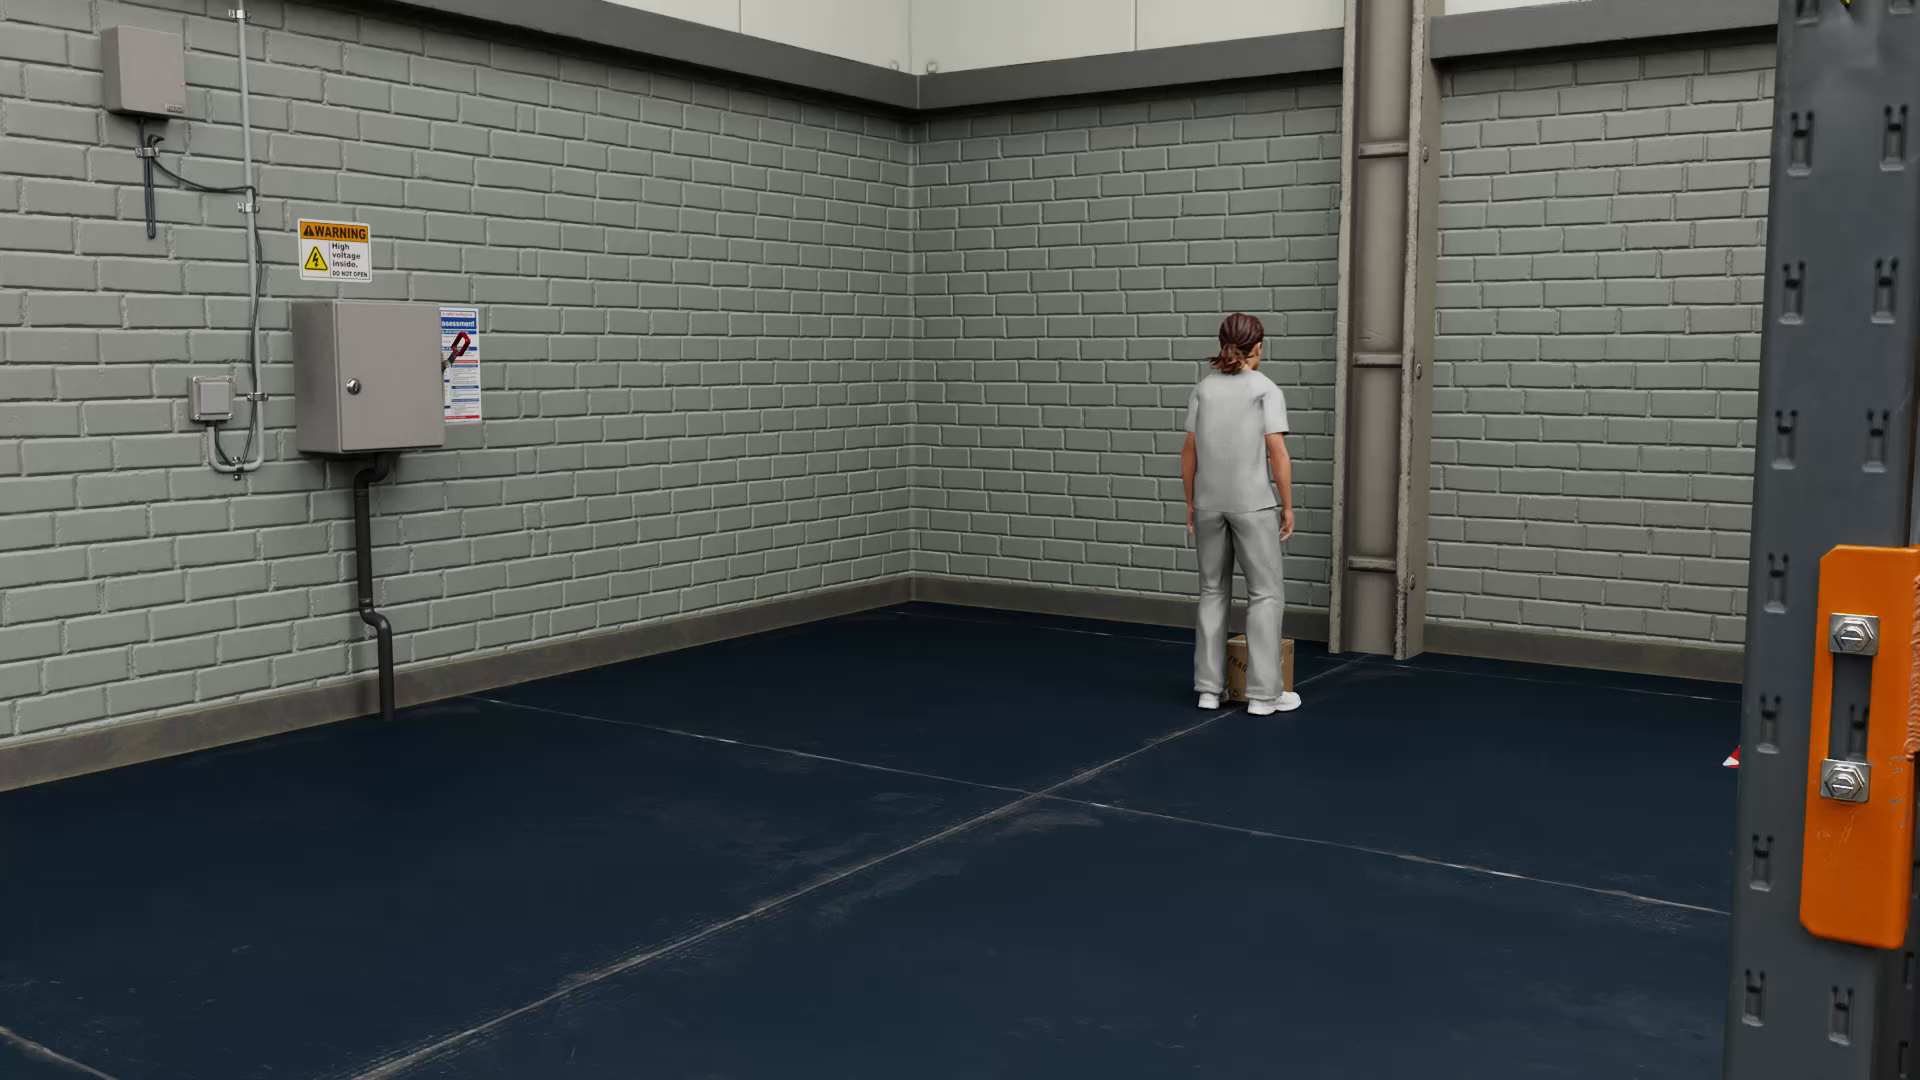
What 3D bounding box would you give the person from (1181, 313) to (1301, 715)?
[{"bbox_3d":[1.170,-0.116,7.010,0.495,1.673,0.352,4,8,33],"label":"person"}]
